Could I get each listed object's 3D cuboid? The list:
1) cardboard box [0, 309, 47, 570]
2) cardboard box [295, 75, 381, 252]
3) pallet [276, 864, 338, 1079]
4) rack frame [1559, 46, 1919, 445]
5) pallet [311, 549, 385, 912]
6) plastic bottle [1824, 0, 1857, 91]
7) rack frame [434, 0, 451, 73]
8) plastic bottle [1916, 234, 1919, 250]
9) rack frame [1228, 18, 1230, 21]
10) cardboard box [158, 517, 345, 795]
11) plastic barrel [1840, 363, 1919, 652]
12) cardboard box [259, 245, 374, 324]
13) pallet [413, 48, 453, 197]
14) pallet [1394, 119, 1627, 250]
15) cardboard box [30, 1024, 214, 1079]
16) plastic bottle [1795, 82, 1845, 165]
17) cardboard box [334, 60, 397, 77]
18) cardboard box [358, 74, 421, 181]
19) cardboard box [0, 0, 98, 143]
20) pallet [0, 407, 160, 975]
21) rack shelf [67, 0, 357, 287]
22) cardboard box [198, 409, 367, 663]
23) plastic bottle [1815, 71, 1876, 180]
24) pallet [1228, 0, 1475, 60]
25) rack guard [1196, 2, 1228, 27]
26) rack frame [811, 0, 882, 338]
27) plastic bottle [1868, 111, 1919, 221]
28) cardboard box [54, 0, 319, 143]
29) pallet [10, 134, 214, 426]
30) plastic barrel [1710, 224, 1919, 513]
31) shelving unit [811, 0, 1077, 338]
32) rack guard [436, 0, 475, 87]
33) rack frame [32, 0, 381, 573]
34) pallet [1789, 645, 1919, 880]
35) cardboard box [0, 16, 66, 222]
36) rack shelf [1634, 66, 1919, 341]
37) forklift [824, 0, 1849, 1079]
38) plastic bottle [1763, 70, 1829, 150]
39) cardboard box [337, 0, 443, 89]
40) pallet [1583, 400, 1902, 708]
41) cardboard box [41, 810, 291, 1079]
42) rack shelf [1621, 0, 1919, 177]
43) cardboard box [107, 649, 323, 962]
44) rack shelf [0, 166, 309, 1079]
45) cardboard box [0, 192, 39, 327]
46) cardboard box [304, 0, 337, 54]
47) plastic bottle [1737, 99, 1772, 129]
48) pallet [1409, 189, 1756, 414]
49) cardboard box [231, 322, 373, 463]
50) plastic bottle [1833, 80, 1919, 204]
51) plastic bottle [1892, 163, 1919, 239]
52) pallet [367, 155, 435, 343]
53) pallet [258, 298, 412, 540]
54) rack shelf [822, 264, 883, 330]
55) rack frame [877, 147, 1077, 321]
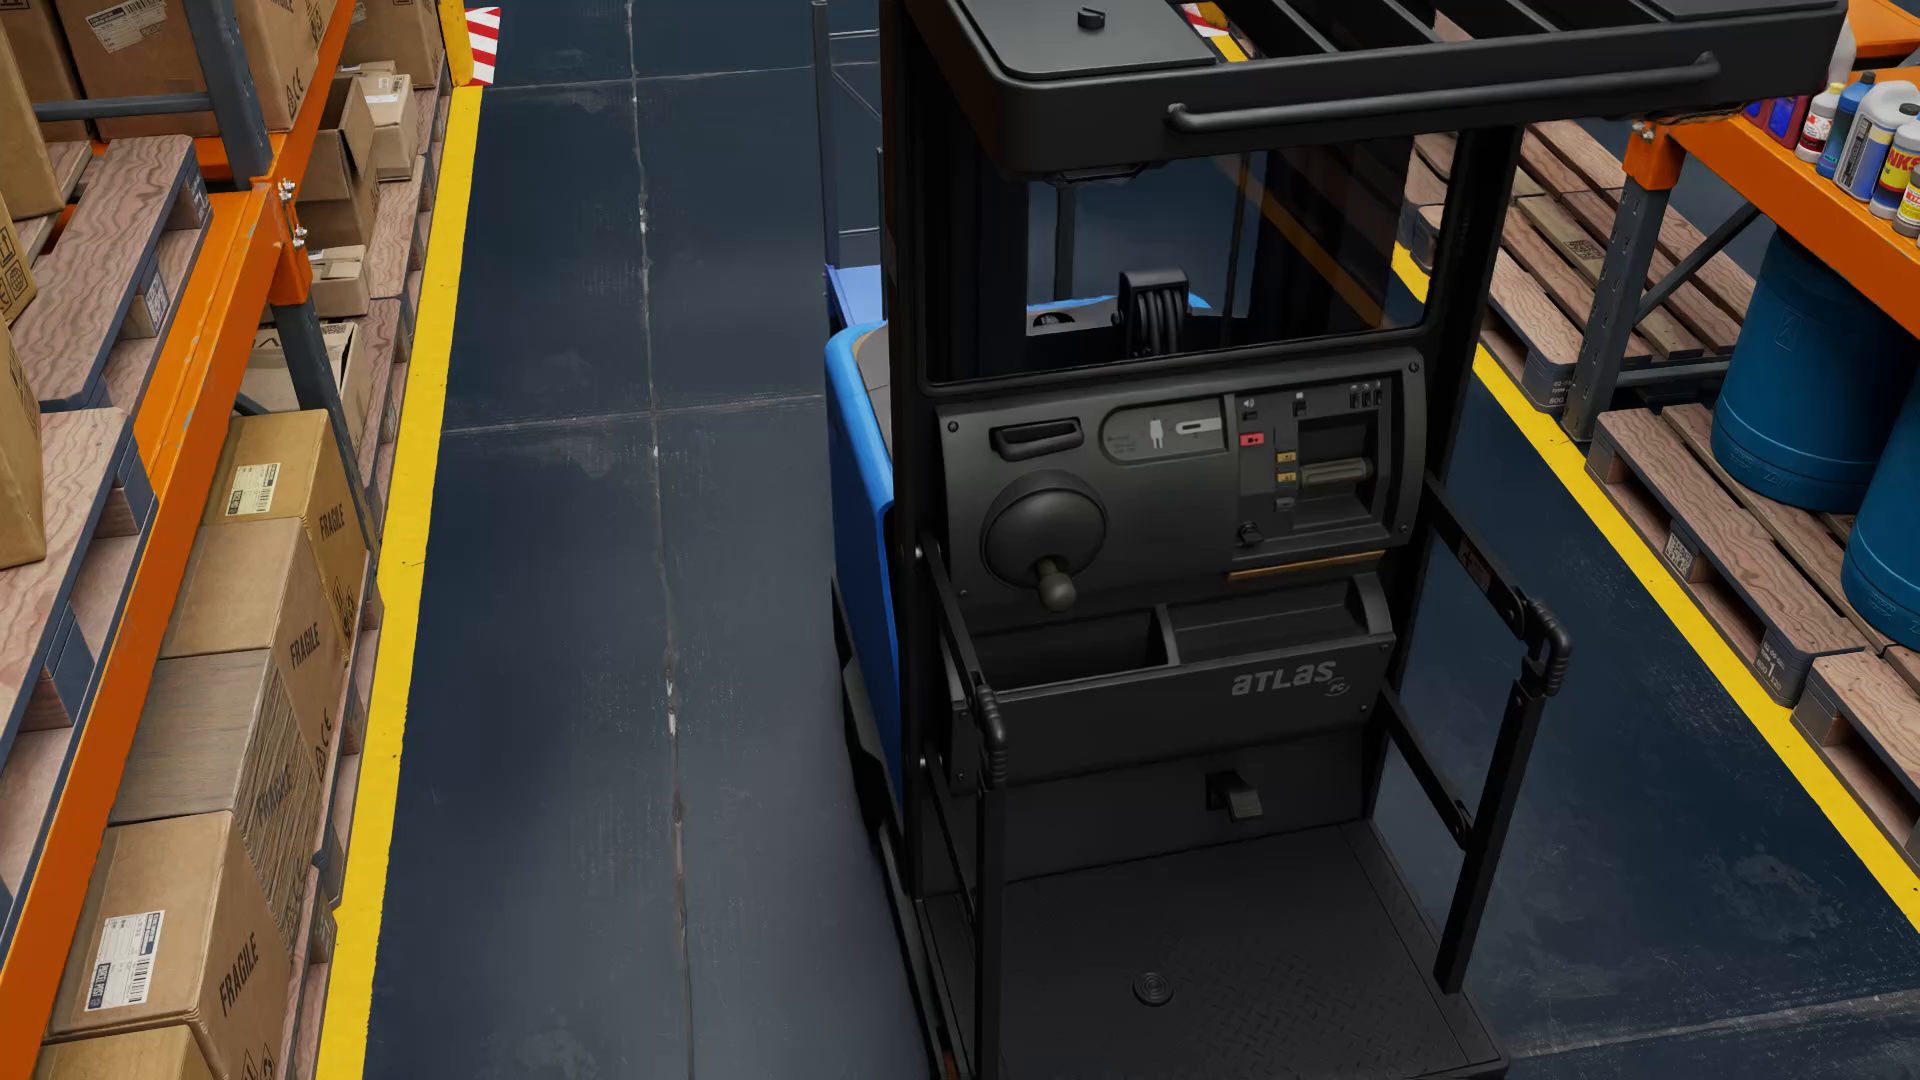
[{"bbox_3d":[-1.928,-0.213,2.655,0.700,0.500,0.500,-16,41,-19],"label":"cardboard box"},{"bbox_3d":[-2.633,-1.390,6.271,0.797,0.503,0.637,-6,38,-8],"label":"cardboard box"},{"bbox_3d":[-1.901,1.259,3.458,1.003,0.211,1.213,-6,38,-8],"label":"pallet"},{"bbox_3d":[2.579,-1.599,4.863,1.000,3.000,0.127,-6,38,-8],"label":"rack frame"},{"bbox_3d":[-2.118,0.520,4.408,1.003,0.211,1.213,-6,38,-8],"label":"pallet"},{"bbox_3d":[2.329,-1.307,4.528,0.144,0.351,0.185,-6,38,-8],"label":"plastic bottle"},{"bbox_3d":[-2.999,-3.484,7.290,1.000,3.000,0.127,-6,38,-8],"label":"rack frame"},{"bbox_3d":[2.377,-0.788,3.981,0.097,0.201,0.097,0,38,0],"label":"plastic bottle"},{"bbox_3d":[1.878,-4.015,7.973,1.000,3.000,0.127,-6,38,-8],"label":"rack frame"},{"bbox_3d":[-1.851,0.312,4.082,0.500,0.500,0.500,-6,38,-8],"label":"cardboard box"},{"bbox_3d":[2.782,-0.178,4.402,0.600,0.901,0.708,-6,38,-8],"label":"plastic barrel"},{"bbox_3d":[-2.320,-0.921,5.941,0.380,0.166,0.250,-6,38,-8],"label":"cardboard box"},{"bbox_3d":[-2.845,-1.855,7.466,1.003,0.211,1.213,-6,38,-8],"label":"pallet"},{"bbox_3d":[2.195,-1.676,7.235,1.003,0.211,1.213,-6,38,-8],"label":"pallet"},{"bbox_3d":[-1.576,1.237,2.892,0.500,0.500,0.500,-7,38,-9],"label":"cardboard box"},{"bbox_3d":[2.285,-1.104,4.389,0.097,0.201,0.097,0,38,0],"label":"plastic bottle"},{"bbox_3d":[-2.679,-1.983,7.308,0.380,0.166,0.250,-6,38,-8],"label":"cardboard box"},{"bbox_3d":[-2.525,-1.693,6.867,0.500,0.250,0.500,-6,38,-8],"label":"cardboard box"},{"bbox_3d":[-2.638,-1.382,4.502,0.500,0.500,0.500,-6,38,-7],"label":"cardboard box"},{"bbox_3d":[-1.942,0.250,2.640,1.003,0.211,1.213,-6,38,-8],"label":"pallet"},{"bbox_3d":[-2.649,-1.992,5.955,1.077,0.370,4.000,-6,38,-8],"label":"rack shelf"},{"bbox_3d":[-1.929,0.013,4.468,0.500,0.500,0.500,-6,38,-8],"label":"cardboard box"},{"bbox_3d":[2.302,-1.073,4.291,0.097,0.271,0.097,0,38,0],"label":"plastic bottle"},{"bbox_3d":[1.984,-2.411,8.181,1.003,0.211,1.213,-6,38,-8],"label":"pallet"},{"bbox_3d":[1.861,-3.041,8.756,1.175,0.500,0.348,-6,38,-8],"label":"rack guard"},{"bbox_3d":[-0.183,-0.992,5.305,0.500,1.500,0.032,-8,39,-10],"label":"rack frame"},{"bbox_3d":[2.343,-0.933,4.111,0.097,0.271,0.097,0,38,0],"label":"plastic bottle"},{"bbox_3d":[-2.119,-1.445,4.583,0.500,0.500,0.500,-5,38,-7],"label":"cardboard box"},{"bbox_3d":[-2.265,-0.498,3.602,1.003,0.211,1.213,-6,38,-8],"label":"pallet"},{"bbox_3d":[2.658,-0.605,4.952,0.600,0.901,0.708,-6,38,-8],"label":"plastic barrel"},{"bbox_3d":[-0.069,-0.688,4.914,0.538,1.500,1.048,-8,39,-10],"label":"shelving unit"},{"bbox_3d":[-2.986,-2.451,7.997,1.175,0.500,0.348,-6,38,-8],"label":"rack guard"},{"bbox_3d":[-2.298,-1.068,4.180,1.000,3.000,0.127,-6,38,-8],"label":"rack frame"},{"bbox_3d":[2.891,0.712,4.162,1.003,0.211,1.213,-6,38,-8],"label":"pallet"},{"bbox_3d":[-2.435,-0.963,3.621,0.700,0.500,0.500,-19,42,-23],"label":"cardboard box"},{"bbox_3d":[2.930,-0.106,3.528,1.077,0.370,4.000,-6,38,-8],"label":"rack shelf"},{"bbox_3d":[0.472,-0.037,2.909,1.130,2.935,3.031,-8,39,-10],"label":"forklift"},{"bbox_3d":[2.247,-1.205,4.451,0.061,0.283,0.133,-6,38,-8],"label":"plastic bottle"},{"bbox_3d":[-2.662,-2.369,7.533,0.500,0.500,0.500,-6,38,-8],"label":"cardboard box"},{"bbox_3d":[2.673,-0.027,5.112,1.003,0.211,1.213,-6,38,-8],"label":"pallet"},{"bbox_3d":[-1.672,0.922,3.297,0.500,0.500,0.500,-7,38,-9],"label":"cardboard box"},{"bbox_3d":[2.229,-2.522,6.638,1.077,0.370,4.000,-6,38,-8],"label":"rack shelf"},{"bbox_3d":[-1.764,0.615,3.692,0.500,0.500,0.500,-6,38,-7],"label":"cardboard box"},{"bbox_3d":[-1.947,0.424,2.846,1.077,0.370,4.000,-6,38,-8],"label":"rack shelf"},{"bbox_3d":[-2.252,-0.555,3.095,0.700,0.500,0.500,-1,38,-1],"label":"cardboard box"},{"bbox_3d":[-2.212,-1.754,4.981,0.500,0.500,0.500,-6,38,-7],"label":"cardboard box"},{"bbox_3d":[2.223,-1.285,4.554,0.061,0.283,0.133,-6,38,-8],"label":"plastic bottle"},{"bbox_3d":[2.412,-0.937,6.284,1.003,0.211,1.213,-6,38,-8],"label":"pallet"},{"bbox_3d":[-2.159,-0.457,5.226,0.500,0.311,0.500,-6,38,-8],"label":"cardboard box"},{"bbox_3d":[2.349,-1.008,4.204,0.152,0.276,0.135,-6,38,-8],"label":"plastic bottle"},{"bbox_3d":[2.360,-0.847,4.057,0.097,0.201,0.097,0,38,0],"label":"plastic bottle"},{"bbox_3d":[-2.635,-1.120,6.520,1.003,0.211,1.213,-6,38,-8],"label":"pallet"},{"bbox_3d":[-2.418,-0.382,5.569,1.003,0.211,1.213,-6,38,-8],"label":"pallet"},{"bbox_3d":[-0.069,-0.546,5.024,0.538,0.185,1.000,-8,39,-10],"label":"rack shelf"},{"bbox_3d":[0.046,-0.385,4.522,0.500,1.500,0.032,-8,39,-10],"label":"rack frame"}]
